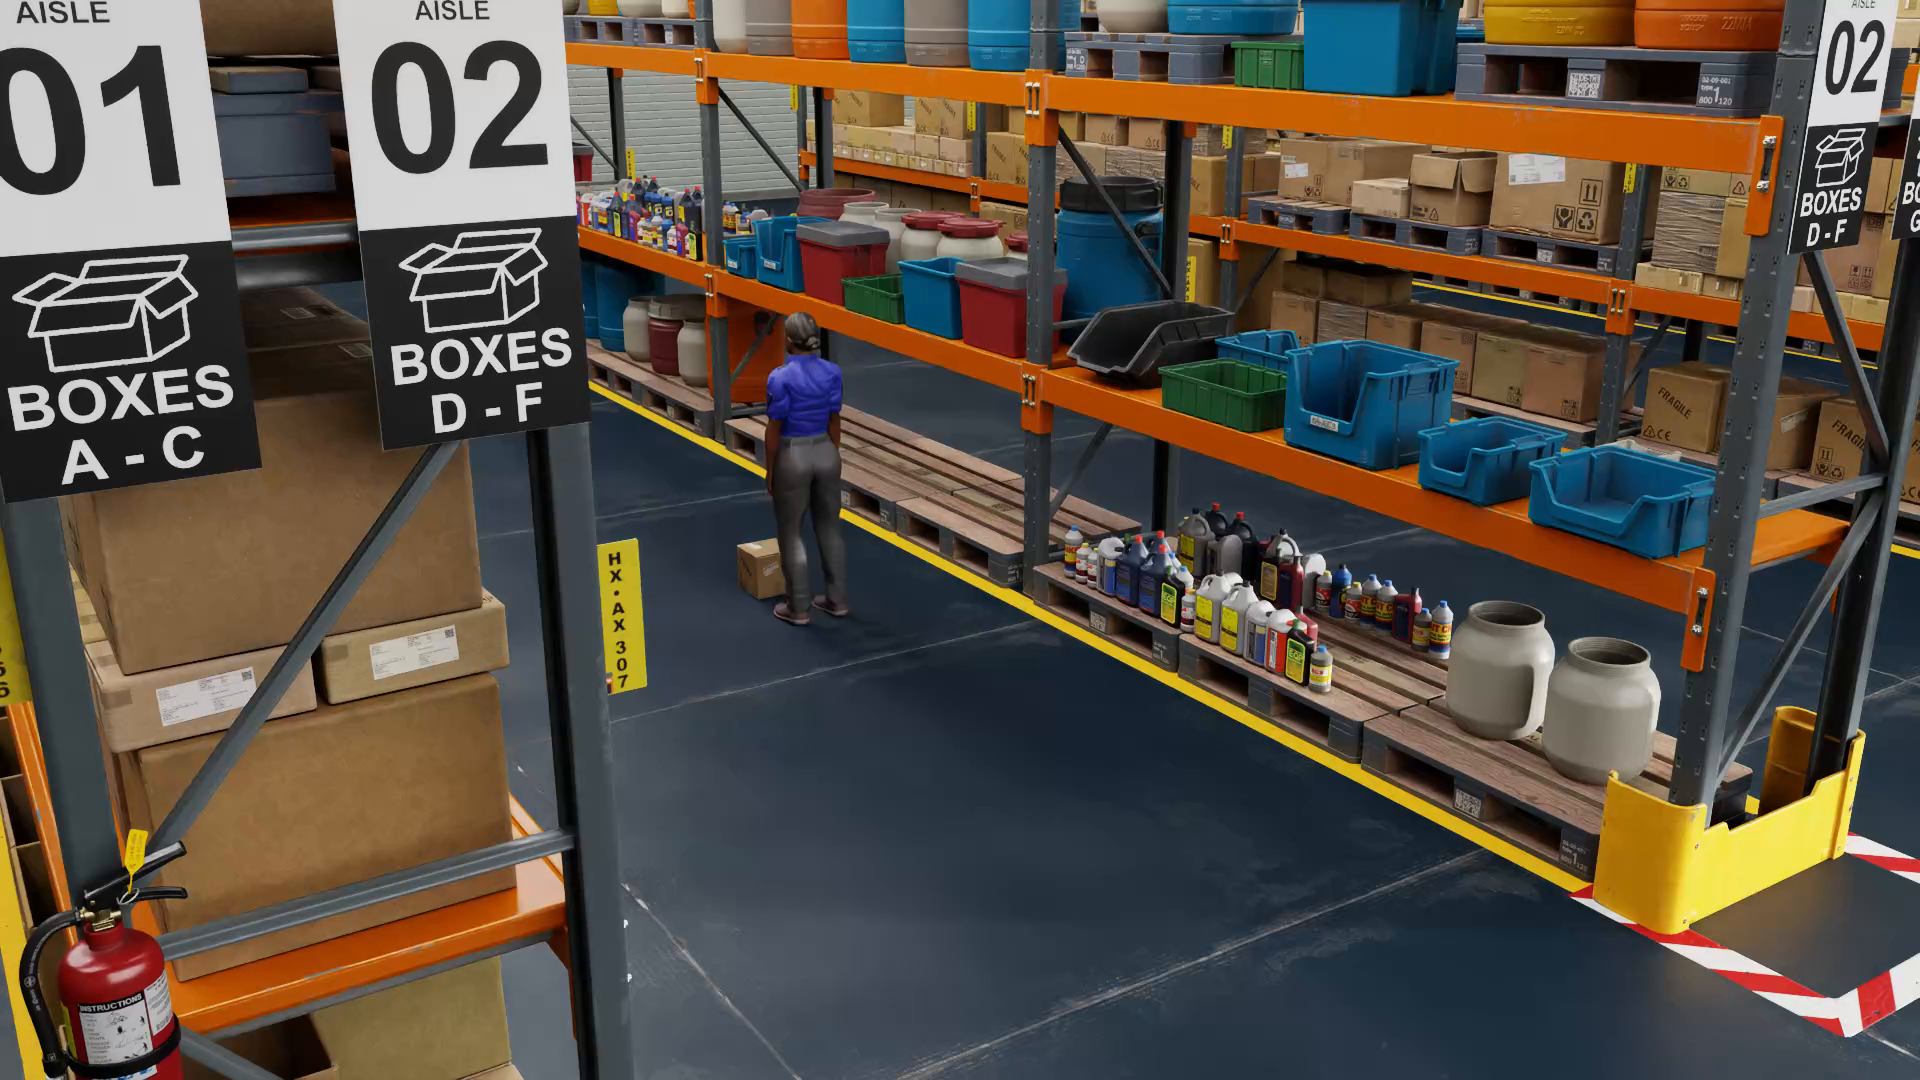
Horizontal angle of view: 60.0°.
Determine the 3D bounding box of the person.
[{"bbox_3d":[-0.822,-0.376,8.715,0.436,1.661,0.309,-11,21,-30],"label":"person"}]
